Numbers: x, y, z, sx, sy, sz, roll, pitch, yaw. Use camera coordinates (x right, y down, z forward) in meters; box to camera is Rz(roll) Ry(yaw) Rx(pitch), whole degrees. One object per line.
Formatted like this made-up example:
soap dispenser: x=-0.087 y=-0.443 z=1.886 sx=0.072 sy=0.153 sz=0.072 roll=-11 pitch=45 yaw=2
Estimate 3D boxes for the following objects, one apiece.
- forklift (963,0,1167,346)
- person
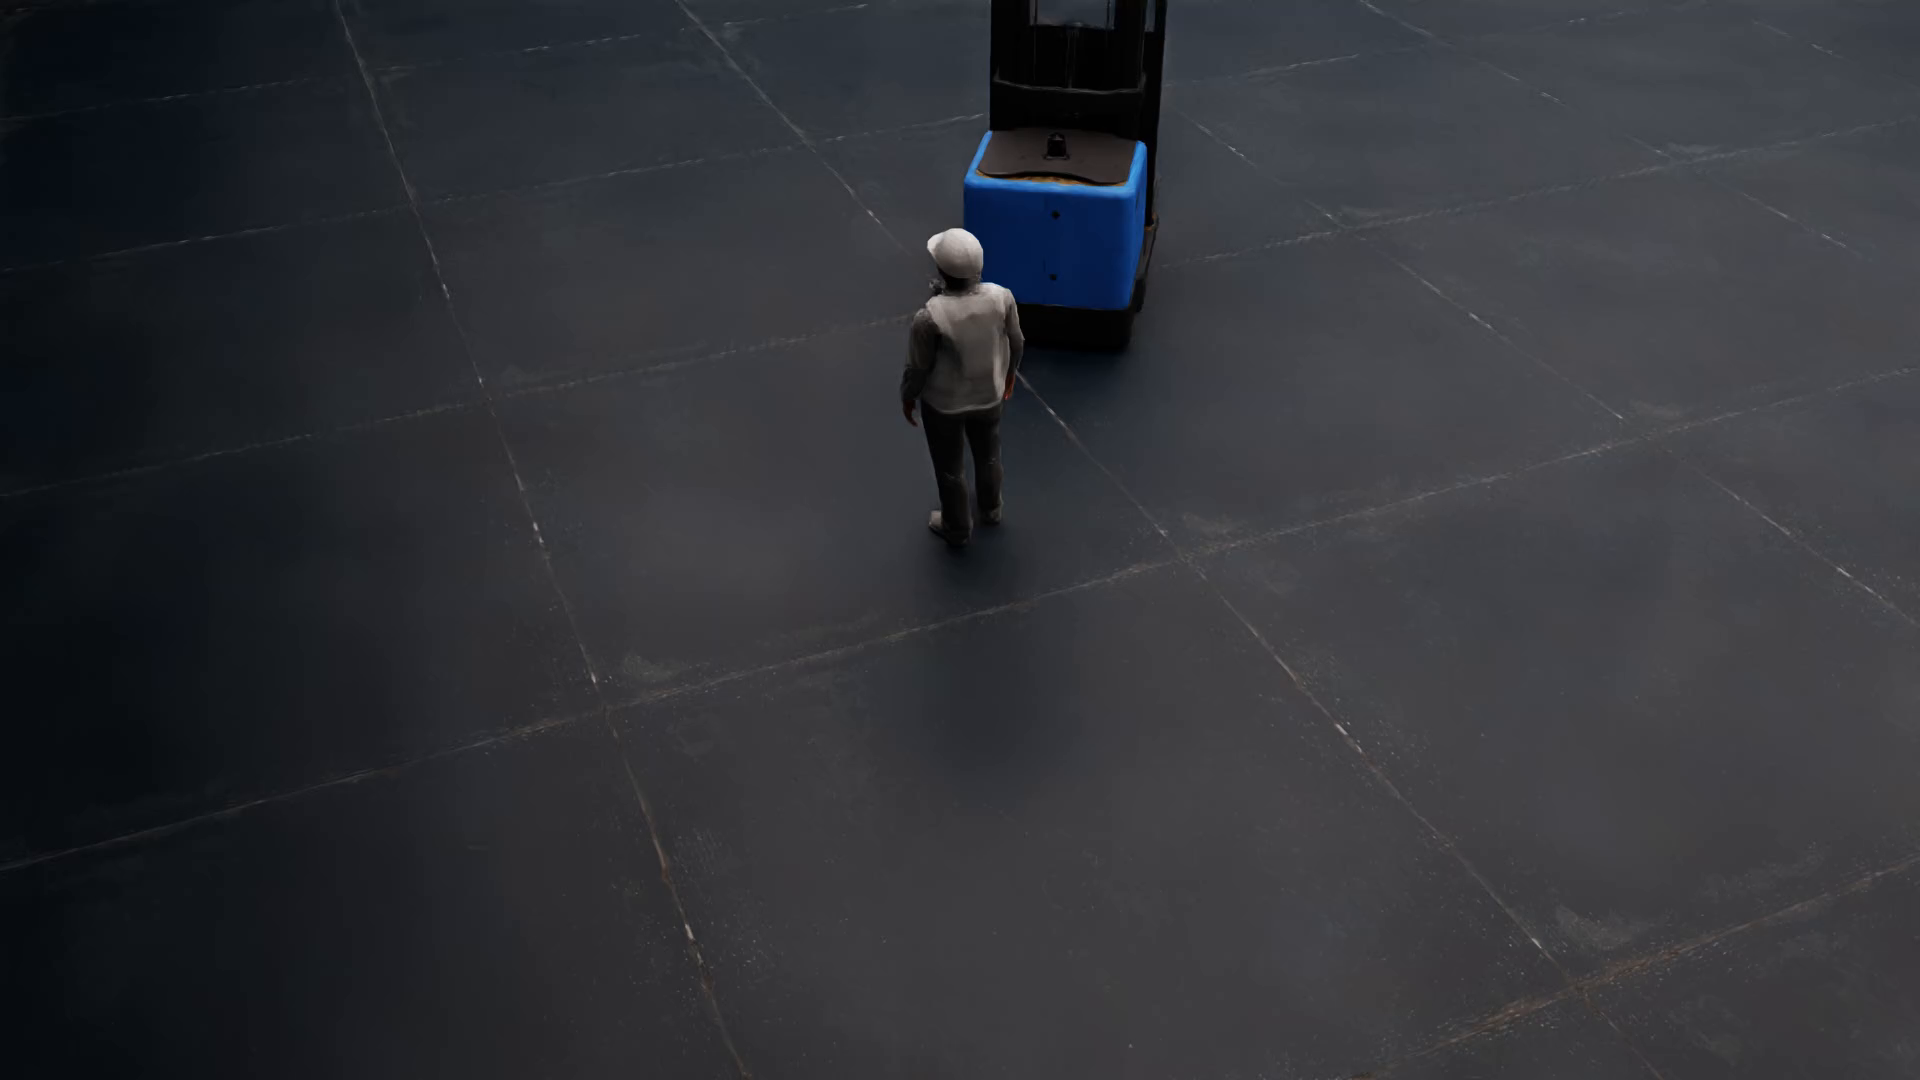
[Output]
forklift: x=0.780 y=-3.232 z=10.643 sx=1.130 sy=2.935 sz=3.031 roll=6 pitch=36 yaw=9
person: x=-0.017 y=-0.764 z=8.159 sx=0.632 sy=1.773 sz=0.567 roll=-14 pitch=38 yaw=-19
